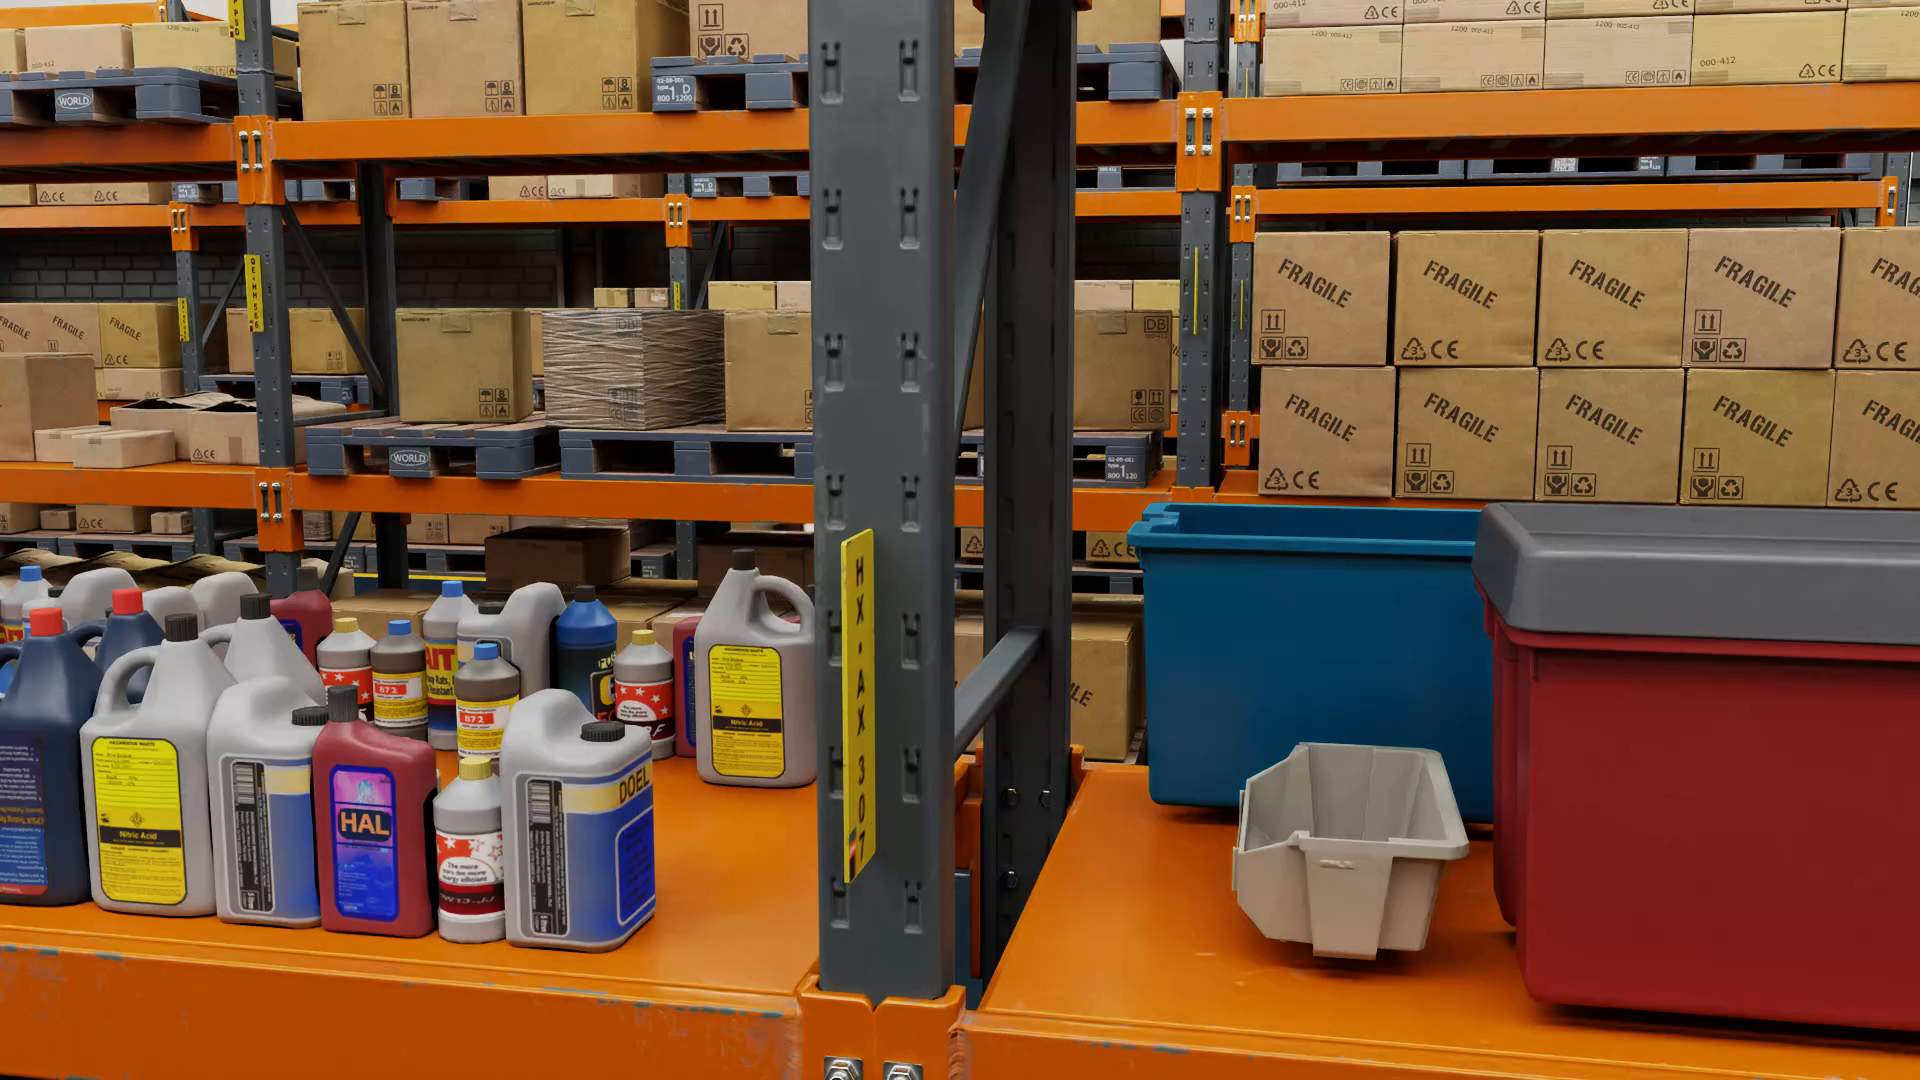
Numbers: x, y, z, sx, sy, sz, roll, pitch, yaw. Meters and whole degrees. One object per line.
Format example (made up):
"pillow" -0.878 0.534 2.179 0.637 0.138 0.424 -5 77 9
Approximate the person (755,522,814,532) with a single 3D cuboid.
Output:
"person" -0.619 0.282 8.916 0.959 1.019 0.527 1 8 8
